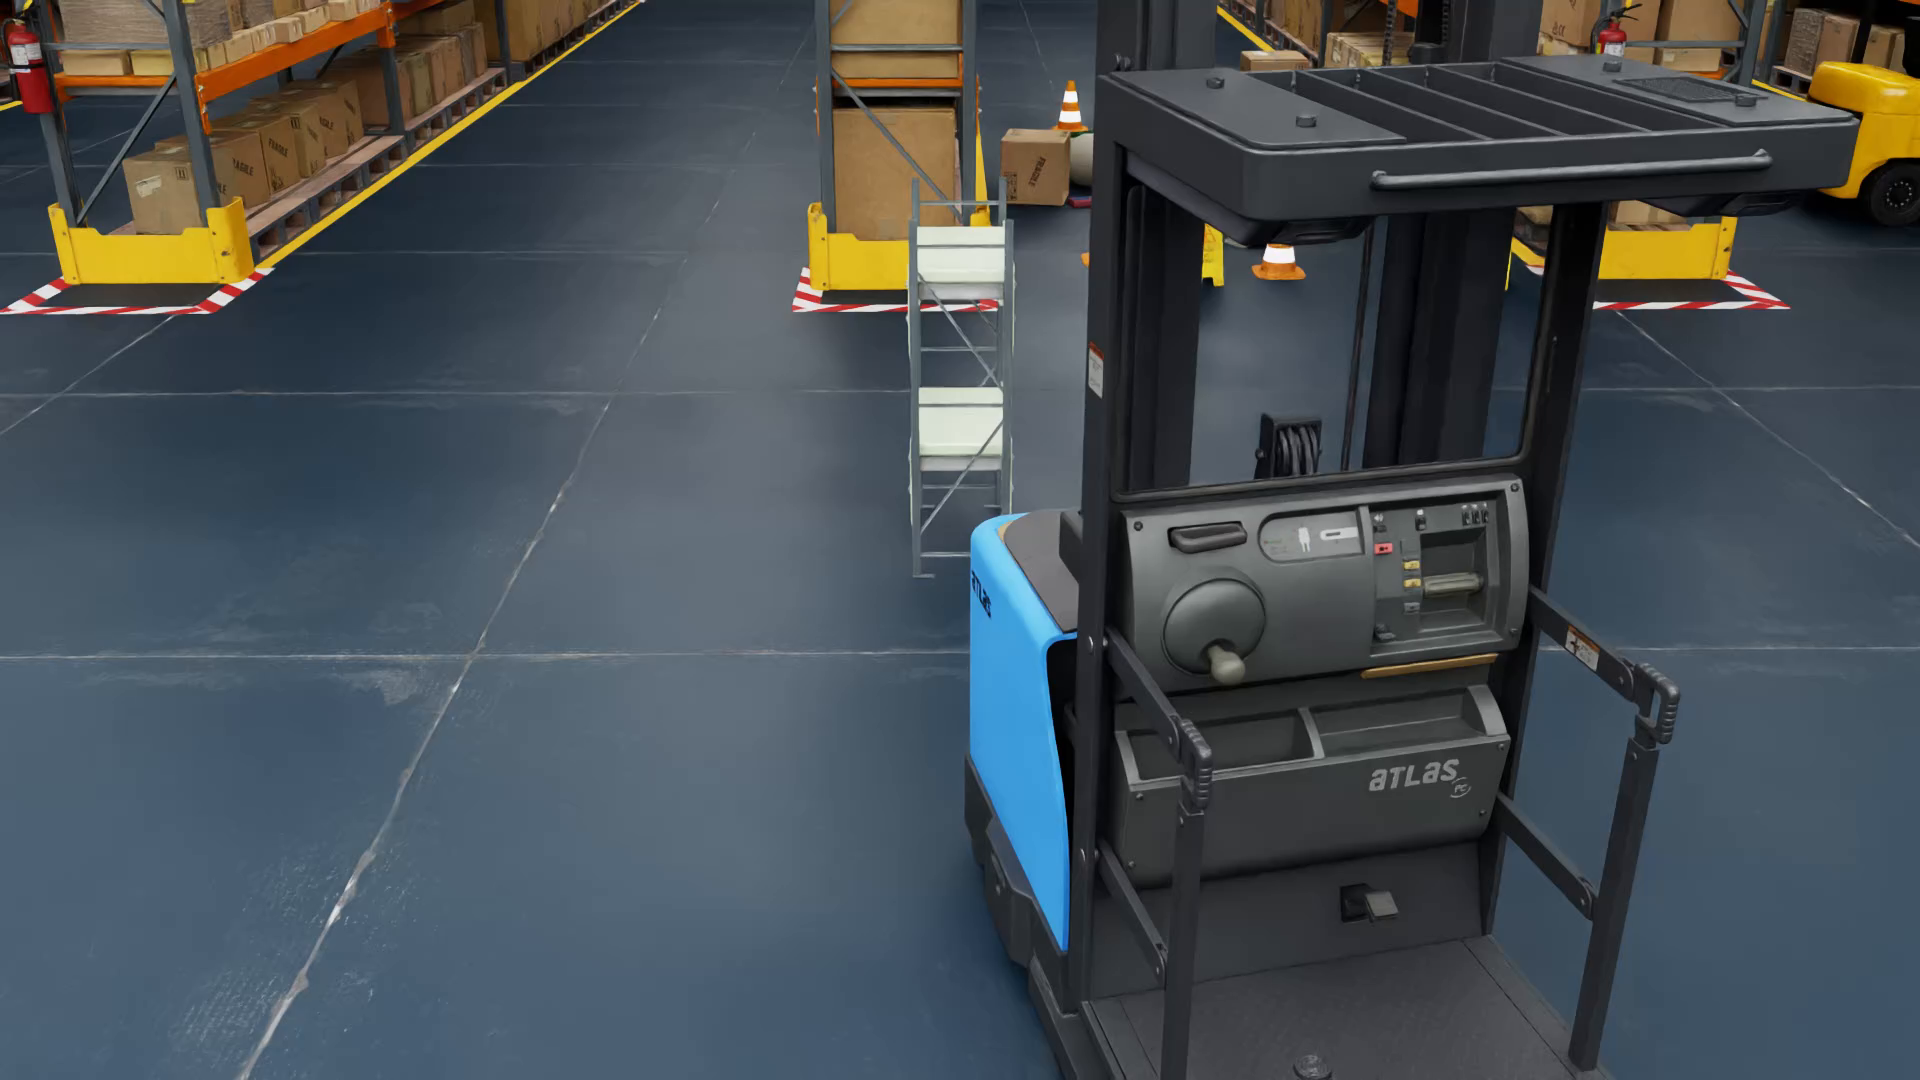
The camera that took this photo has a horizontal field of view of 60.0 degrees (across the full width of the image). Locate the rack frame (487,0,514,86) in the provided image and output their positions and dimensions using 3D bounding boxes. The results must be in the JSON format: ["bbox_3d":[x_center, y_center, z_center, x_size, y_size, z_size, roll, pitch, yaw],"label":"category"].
[{"bbox_3d":[-5.445,-6.396,17.753,1.000,3.000,0.127,0,24,-1],"label":"rack frame"}]

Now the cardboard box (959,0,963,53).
[{"bbox_3d":[-0.355,-3.759,11.740,0.875,0.550,0.550,0,24,-1],"label":"cardboard box"}]

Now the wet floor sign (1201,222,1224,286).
[{"bbox_3d":[1.583,-2.005,10.900,0.267,0.644,0.232,-4,25,-10],"label":"wet floor sign"}]

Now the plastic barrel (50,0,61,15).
[{"bbox_3d":[-10.433,-6.134,19.588,0.600,0.588,0.708,0,24,-1],"label":"plastic barrel"}]

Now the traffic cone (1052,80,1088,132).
[{"bbox_3d":[1.054,-4.132,15.825,0.336,0.463,0.334,0,24,-1],"label":"traffic cone"}]

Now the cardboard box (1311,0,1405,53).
[{"bbox_3d":[4.539,-5.949,18.833,0.875,0.875,0.875,0,24,-1],"label":"cardboard box"}]

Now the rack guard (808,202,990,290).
[{"bbox_3d":[-0.397,-1.932,10.914,1.175,0.500,0.348,0,24,-1],"label":"rack guard"}]

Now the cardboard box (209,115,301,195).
[{"bbox_3d":[-5.377,-2.914,12.576,0.500,0.500,0.500,2,24,4],"label":"cardboard box"}]

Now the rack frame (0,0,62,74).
[{"bbox_3d":[-10.398,-6.374,17.703,1.000,3.000,0.127,0,24,-1],"label":"rack frame"}]

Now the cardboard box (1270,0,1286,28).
[{"bbox_3d":[4.507,-7.057,21.283,0.875,0.875,0.875,0,24,1],"label":"cardboard box"}]

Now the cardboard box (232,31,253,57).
[{"bbox_3d":[-5.118,-3.413,11.461,0.380,0.149,0.250,0,24,-1],"label":"cardboard box"}]

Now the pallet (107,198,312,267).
[{"bbox_3d":[-5.333,-2.196,11.848,1.003,0.211,1.213,0,24,-1],"label":"pallet"}]

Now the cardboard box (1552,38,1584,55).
[{"bbox_3d":[4.220,-3.287,11.182,0.380,0.149,0.250,-1,24,-1],"label":"cardboard box"}]

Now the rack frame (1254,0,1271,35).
[{"bbox_3d":[4.420,-8.089,21.495,1.000,3.000,0.127,0,24,-1],"label":"rack frame"}]

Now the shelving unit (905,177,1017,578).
[{"bbox_3d":[0.000,-0.681,6.935,0.431,1.500,0.755,0,24,-1],"label":"shelving unit"}]

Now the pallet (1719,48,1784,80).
[{"bbox_3d":[9.457,-5.502,19.159,1.003,0.211,1.213,0,24,-1],"label":"pallet"}]

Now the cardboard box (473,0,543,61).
[{"bbox_3d":[-5.432,-5.904,18.733,1.225,0.875,0.875,-1,24,-3],"label":"cardboard box"}]

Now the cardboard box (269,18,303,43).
[{"bbox_3d":[-5.042,-3.722,12.145,0.380,0.149,0.250,0,24,-1],"label":"cardboard box"}]

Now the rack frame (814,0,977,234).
[{"bbox_3d":[-0.397,-3.081,10.421,1.000,3.000,0.127,0,24,-1],"label":"rack frame"}]

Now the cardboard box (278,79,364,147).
[{"bbox_3d":[-5.437,-3.636,14.172,0.500,0.500,0.500,-1,24,-2],"label":"cardboard box"}]

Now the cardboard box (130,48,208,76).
[{"bbox_3d":[-5.123,-3.104,10.778,0.380,0.149,0.250,0,24,-1],"label":"cardboard box"}]

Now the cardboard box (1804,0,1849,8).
[{"bbox_3d":[9.733,-6.029,18.677,0.380,0.149,0.250,1,24,2],"label":"cardboard box"}]

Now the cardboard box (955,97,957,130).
[{"bbox_3d":[-0.538,-4.150,15.007,1.050,0.750,0.750,0,24,-1],"label":"cardboard box"}]

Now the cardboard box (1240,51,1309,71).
[{"bbox_3d":[2.728,-3.978,14.521,0.500,0.500,0.500,0,24,-1],"label":"cardboard box"}]

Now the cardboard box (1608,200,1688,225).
[{"bbox_3d":[4.819,-2.417,11.780,0.500,0.250,0.500,0,24,-1],"label":"cardboard box"}]

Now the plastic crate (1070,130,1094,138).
[{"bbox_3d":[0.871,-3.408,14.488,0.450,0.188,0.662,3,22,31],"label":"plastic crate"}]

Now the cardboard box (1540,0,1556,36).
[{"bbox_3d":[4.269,-3.754,11.428,0.500,0.500,0.500,0,24,0],"label":"cardboard box"}]

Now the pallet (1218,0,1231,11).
[{"bbox_3d":[4.464,-8.138,24.987,1.003,0.211,1.213,0,24,-1],"label":"pallet"}]

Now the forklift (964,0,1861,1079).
[{"bbox_3d":[0.861,0.118,3.433,1.130,2.935,3.031,-6,25,-12],"label":"forklift"}]

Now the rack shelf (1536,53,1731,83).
[{"bbox_3d":[4.529,-3.641,12.533,1.077,0.370,4.000,0,24,-1],"label":"rack shelf"}]

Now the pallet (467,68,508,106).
[{"bbox_3d":[-5.438,-4.804,17.615,1.003,0.211,1.213,0,24,-1],"label":"pallet"}]

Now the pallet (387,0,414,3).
[{"bbox_3d":[-5.265,-4.976,14.846,1.003,0.211,1.213,0,24,-1],"label":"pallet"}]

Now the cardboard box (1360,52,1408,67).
[{"bbox_3d":[4.479,-4.586,16.428,0.950,0.372,0.625,1,24,1],"label":"cardboard box"}]

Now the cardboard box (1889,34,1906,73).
[{"bbox_3d":[9.453,-4.461,15.845,0.875,0.625,0.625,0,24,-1],"label":"cardboard box"}]

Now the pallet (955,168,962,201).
[{"bbox_3d":[-0.495,-2.641,12.832,1.003,0.211,1.213,0,24,-1],"label":"pallet"}]

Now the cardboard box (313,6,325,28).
[{"bbox_3d":[-5.141,-4.031,12.828,0.380,0.149,0.250,0,24,-1],"label":"cardboard box"}]

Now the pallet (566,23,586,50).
[{"bbox_3d":[-5.405,-6.456,21.269,1.003,0.211,1.213,0,24,-1],"label":"pallet"}]

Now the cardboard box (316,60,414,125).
[{"bbox_3d":[-5.387,-4.063,15.092,0.700,0.500,0.500,-2,24,-5],"label":"cardboard box"}]

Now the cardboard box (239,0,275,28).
[{"bbox_3d":[-5.424,-3.919,11.794,0.875,0.500,0.500,0,24,-1],"label":"cardboard box"}]

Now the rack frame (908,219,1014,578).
[{"bbox_3d":[0.004,-0.530,6.601,0.400,1.500,0.023,0,24,-1],"label":"rack frame"}]

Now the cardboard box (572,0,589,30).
[{"bbox_3d":[-5.462,-7.004,21.165,1.225,0.875,0.875,0,24,0],"label":"cardboard box"}]

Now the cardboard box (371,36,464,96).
[{"bbox_3d":[-5.386,-4.720,16.545,0.700,0.500,0.500,2,24,4],"label":"cardboard box"}]

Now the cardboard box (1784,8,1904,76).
[{"bbox_3d":[9.420,-5.317,17.738,0.875,0.625,0.625,1,24,1],"label":"cardboard box"}]

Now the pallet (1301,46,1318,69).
[{"bbox_3d":[4.531,-5.496,19.145,1.003,0.211,1.213,0,24,-1],"label":"pallet"}]

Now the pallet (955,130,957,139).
[{"bbox_3d":[-0.525,-3.776,15.342,1.003,0.211,1.213,0,24,-1],"label":"pallet"}]

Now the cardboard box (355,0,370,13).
[{"bbox_3d":[-5.112,-4.443,13.739,0.380,0.149,0.250,0,24,-1],"label":"cardboard box"}]

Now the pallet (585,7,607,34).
[{"bbox_3d":[-5.419,-7.088,22.665,1.003,0.211,1.213,0,24,-1],"label":"pallet"}]
